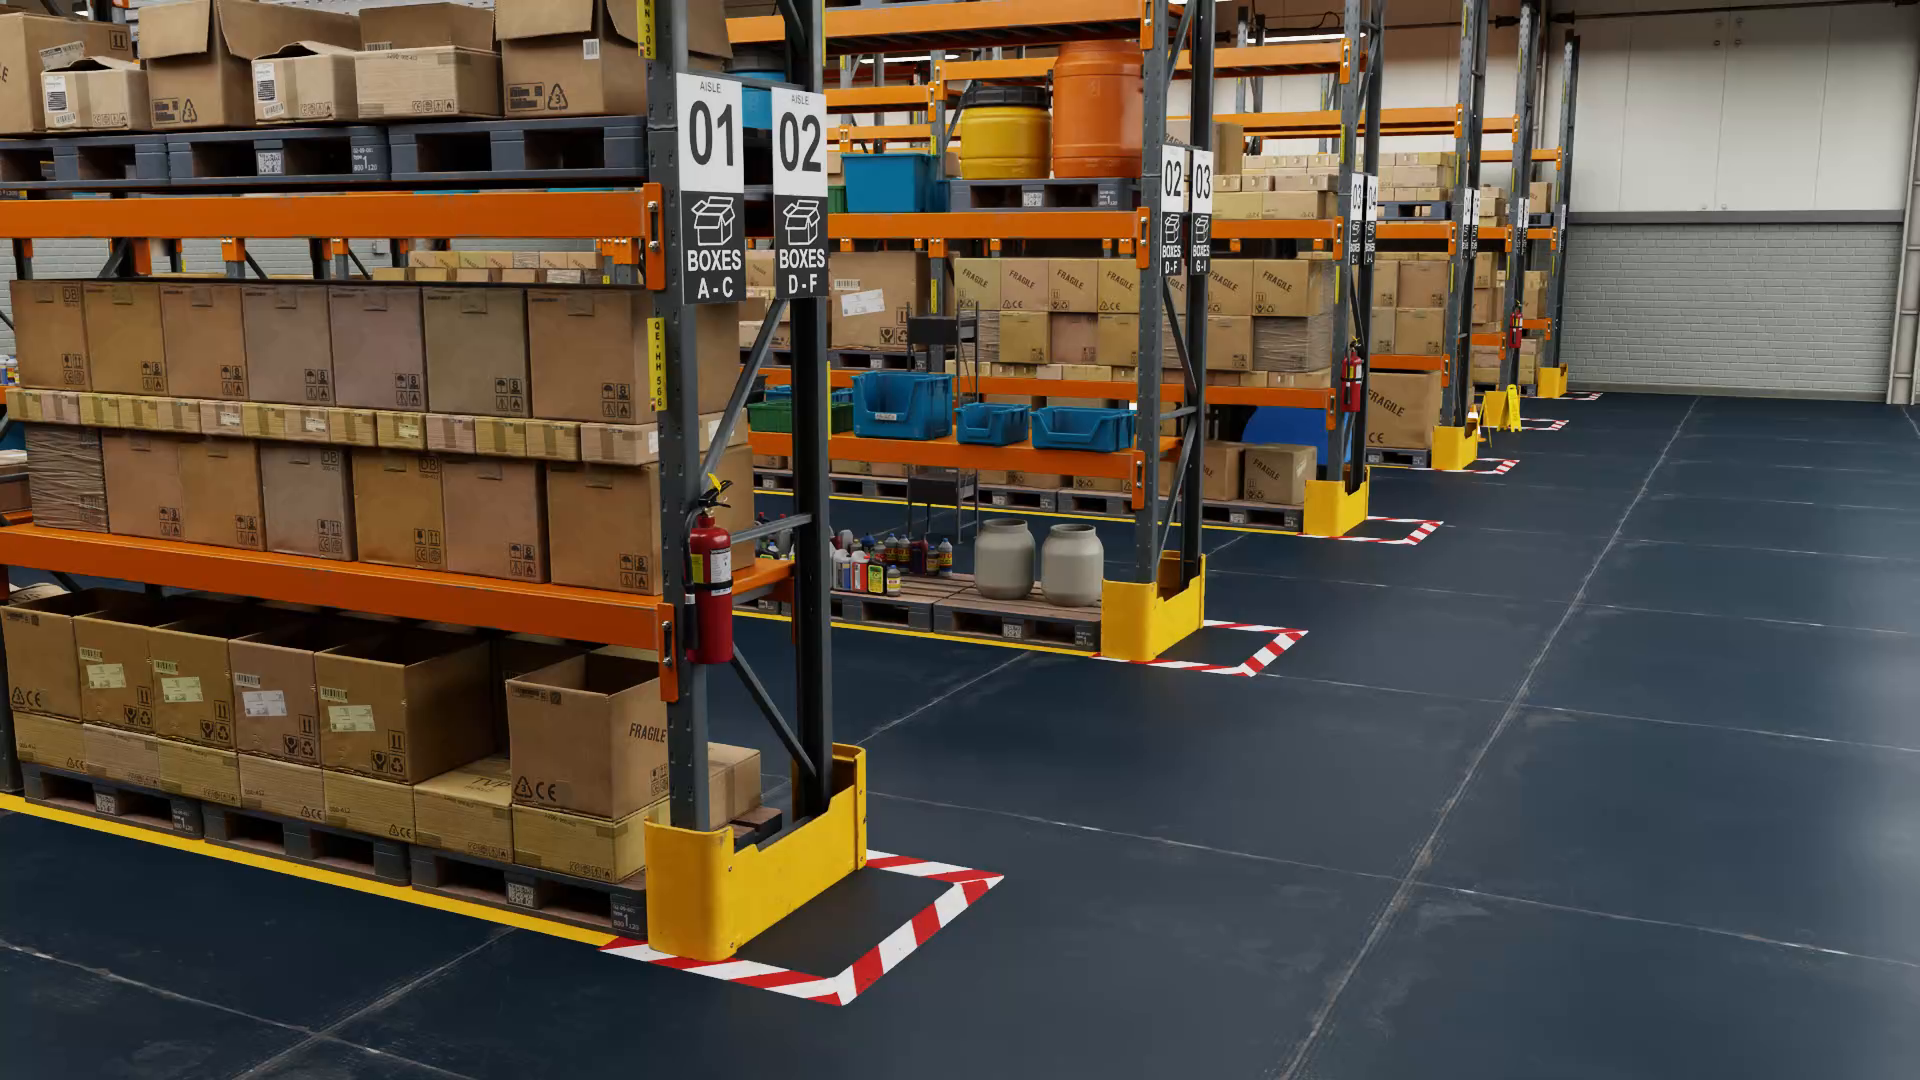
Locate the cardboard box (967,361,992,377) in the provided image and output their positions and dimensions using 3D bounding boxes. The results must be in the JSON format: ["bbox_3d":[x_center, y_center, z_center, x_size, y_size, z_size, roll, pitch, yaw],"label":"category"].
[{"bbox_3d":[0.265,-1.705,16.487,0.250,0.149,0.380,5,11,26],"label":"cardboard box"}]

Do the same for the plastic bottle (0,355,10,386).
[{"bbox_3d":[-8.804,-1.567,15.371,0.135,0.276,0.152,5,11,26],"label":"plastic bottle"}]

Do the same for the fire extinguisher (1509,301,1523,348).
[{"bbox_3d":[7.857,-3.062,23.498,0.183,0.674,0.296,5,11,26],"label":"fire extinguisher"}]

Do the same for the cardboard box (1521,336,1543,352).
[{"bbox_3d":[9.804,-3.390,28.824,0.500,0.250,0.500,5,11,25],"label":"cardboard box"}]

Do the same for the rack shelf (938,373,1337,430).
[{"bbox_3d":[1.780,-1.404,16.137,4.000,0.370,1.077,5,11,26],"label":"rack shelf"}]

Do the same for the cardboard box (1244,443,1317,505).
[{"bbox_3d":[3.021,-0.629,15.674,0.500,0.500,0.500,8,13,36],"label":"cardboard box"}]

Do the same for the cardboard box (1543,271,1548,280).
[{"bbox_3d":[9.945,-4.551,28.571,0.250,0.149,0.380,5,11,25],"label":"cardboard box"}]

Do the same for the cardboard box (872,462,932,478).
[{"bbox_3d":[-0.554,-0.954,17.414,0.500,0.500,0.700,4,11,21],"label":"cardboard box"}]

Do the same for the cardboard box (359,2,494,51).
[{"bbox_3d":[-2.181,-1.994,7.101,0.500,0.500,0.500,5,11,26],"label":"cardboard box"}]

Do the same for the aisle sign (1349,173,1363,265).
[{"bbox_3d":[3.497,-2.827,14.679,0.004,0.787,0.394,5,11,26],"label":"aisle sign"}]

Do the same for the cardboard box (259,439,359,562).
[{"bbox_3d":[-2.615,-0.228,7.340,0.500,0.500,0.700,5,12,28],"label":"cardboard box"}]

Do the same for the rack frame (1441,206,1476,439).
[{"bbox_3d":[5.859,-2.384,19.535,0.127,3.000,1.000,5,11,26],"label":"rack frame"}]

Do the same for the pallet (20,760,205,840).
[{"bbox_3d":[-3.705,1.108,8.069,1.213,0.211,1.003,5,11,26],"label":"pallet"}]

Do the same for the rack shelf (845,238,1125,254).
[{"bbox_3d":[0.478,-3.979,21.945,4.000,0.370,1.077,5,11,26],"label":"rack shelf"}]

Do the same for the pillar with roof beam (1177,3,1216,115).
[{"bbox_3d":[2.640,-6.912,27.707,0.548,9.000,9.100,5,11,26],"label":"pillar with roof beam"}]

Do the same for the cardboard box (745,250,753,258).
[{"bbox_3d":[-3.627,-5.022,29.198,0.250,0.149,0.380,5,11,26],"label":"cardboard box"}]

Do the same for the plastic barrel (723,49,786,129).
[{"bbox_3d":[-1.360,-2.958,11.696,0.708,0.901,0.600,5,11,26],"label":"plastic barrel"}]

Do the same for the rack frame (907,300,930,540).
[{"bbox_3d":[-0.367,-1.065,14.775,0.015,2.100,0.400,5,11,26],"label":"rack frame"}]

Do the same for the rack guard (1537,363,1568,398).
[{"bbox_3d":[10.173,-2.744,28.542,0.348,0.500,1.175,5,11,26],"label":"rack guard"}]

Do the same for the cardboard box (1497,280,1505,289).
[{"bbox_3d":[9.269,-4.372,28.419,0.250,0.149,0.380,5,12,27],"label":"cardboard box"}]

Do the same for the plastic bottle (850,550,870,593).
[{"bbox_3d":[-0.673,0.216,11.582,0.135,0.276,0.152,5,11,26],"label":"plastic bottle"}]

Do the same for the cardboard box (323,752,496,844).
[{"bbox_3d":[-2.327,1.056,7.066,0.500,0.250,0.500,5,11,26],"label":"cardboard box"}]

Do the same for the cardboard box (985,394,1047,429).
[{"bbox_3d":[0.812,-1.910,22.054,0.750,0.750,1.050,5,11,26],"label":"cardboard box"}]

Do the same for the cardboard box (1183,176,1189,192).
[{"bbox_3d":[2.023,-3.274,15.332,0.250,0.149,0.380,4,11,23],"label":"cardboard box"}]

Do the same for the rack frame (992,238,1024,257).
[{"bbox_3d":[0.784,-3.813,27.431,0.127,3.000,1.000,5,11,26],"label":"rack frame"}]

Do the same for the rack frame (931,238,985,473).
[{"bbox_3d":[-0.013,-1.915,16.944,0.127,3.000,1.000,5,11,26],"label":"rack frame"}]

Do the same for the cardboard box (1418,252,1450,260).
[{"bbox_3d":[6.953,-3.917,24.080,0.500,0.500,0.700,5,11,26],"label":"cardboard box"}]

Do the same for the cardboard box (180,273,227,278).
[{"bbox_3d":[-9.548,-3.142,21.204,0.500,0.500,0.500,5,11,24],"label":"cardboard box"}]

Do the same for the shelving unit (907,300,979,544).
[{"bbox_3d":[-0.148,-1.046,14.669,0.503,2.100,0.431,5,11,26],"label":"shelving unit"}]

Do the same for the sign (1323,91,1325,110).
[{"bbox_3d":[6.335,-7.654,28.962,0.005,0.325,0.100,5,11,26],"label":"sign"}]

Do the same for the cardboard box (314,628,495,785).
[{"bbox_3d":[-2.329,0.688,6.996,0.500,0.500,0.500,5,11,26],"label":"cardboard box"}]

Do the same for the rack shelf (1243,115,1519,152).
[{"bbox_3d":[6.165,-5.937,24.348,4.000,0.370,1.077,5,11,26],"label":"rack shelf"}]

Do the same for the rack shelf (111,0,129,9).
[{"bbox_3d":[-2.606,-2.577,6.899,4.000,0.370,1.077,5,11,26],"label":"rack shelf"}]

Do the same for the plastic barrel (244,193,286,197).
[{"bbox_3d":[-5.649,-2.897,13.632,0.421,0.512,0.421,0,10,0],"label":"plastic barrel"}]

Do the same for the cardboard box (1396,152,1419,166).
[{"bbox_3d":[5.184,-4.377,19.131,0.250,0.149,0.380,5,11,26],"label":"cardboard box"}]

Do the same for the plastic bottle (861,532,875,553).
[{"bbox_3d":[-0.685,0.073,12.381,0.097,0.271,0.097,0,10,0],"label":"plastic bottle"}]

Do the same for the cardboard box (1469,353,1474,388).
[{"bbox_3d":[7.336,-2.515,24.693,0.500,0.500,0.500,5,11,24],"label":"cardboard box"}]

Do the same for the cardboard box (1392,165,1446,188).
[{"bbox_3d":[5.297,-4.183,19.175,0.500,0.250,0.500,5,11,27],"label":"cardboard box"}]

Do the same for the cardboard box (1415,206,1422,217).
[{"bbox_3d":[6.463,-4.809,24.094,0.500,0.250,0.500,5,12,27],"label":"cardboard box"}]

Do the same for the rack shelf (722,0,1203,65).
[{"bbox_3d":[-0.411,-3.368,11.268,4.000,0.370,1.077,5,11,26],"label":"rack shelf"}]

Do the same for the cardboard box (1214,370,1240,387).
[{"bbox_3d":[2.539,-1.519,15.462,0.250,0.149,0.380,5,11,26],"label":"cardboard box"}]

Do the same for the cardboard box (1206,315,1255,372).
[{"bbox_3d":[2.591,-1.864,15.543,0.500,0.500,0.875,5,11,26],"label":"cardboard box"}]

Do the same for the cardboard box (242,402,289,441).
[{"bbox_3d":[-2.854,-0.528,7.178,0.250,0.149,0.380,5,11,25],"label":"cardboard box"}]

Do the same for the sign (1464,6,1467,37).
[{"bbox_3d":[5.606,-5.749,18.438,0.005,0.325,0.100,5,11,26],"label":"sign"}]

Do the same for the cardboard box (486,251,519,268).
[{"bbox_3d":[-6.834,-4.132,25.269,0.500,0.500,0.500,5,11,24],"label":"cardboard box"}]

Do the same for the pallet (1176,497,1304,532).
[{"bbox_3d":[2.793,-0.304,15.869,1.213,0.211,1.003,5,11,26],"label":"pallet"}]

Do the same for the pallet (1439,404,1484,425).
[{"bbox_3d":[7.178,-1.886,24.614,1.213,0.211,1.003,5,11,26],"label":"pallet"}]

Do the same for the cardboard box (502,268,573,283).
[{"bbox_3d":[-4.832,-2.885,19.206,0.637,0.503,0.797,5,12,27],"label":"cardboard box"}]

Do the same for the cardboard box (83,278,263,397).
[{"bbox_3d":[-3.545,-0.947,7.673,0.500,0.500,0.700,5,11,26],"label":"cardboard box"}]

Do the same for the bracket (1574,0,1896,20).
[{"bbox_3d":[12.467,-8.604,26.950,4.783,0.066,0.076,5,11,26],"label":"bracket"}]

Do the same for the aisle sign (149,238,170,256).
[{"bbox_3d":[-10.707,-4.194,22.233,0.004,0.787,0.394,5,11,26],"label":"aisle sign"}]

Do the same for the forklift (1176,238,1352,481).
[{"bbox_3d":[2.862,-2.117,18.250,3.031,2.935,1.130,6,12,29],"label":"forklift"}]

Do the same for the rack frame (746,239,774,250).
[{"bbox_3d":[-4.197,-5.237,35.296,0.127,3.000,1.000,5,11,26],"label":"rack frame"}]
